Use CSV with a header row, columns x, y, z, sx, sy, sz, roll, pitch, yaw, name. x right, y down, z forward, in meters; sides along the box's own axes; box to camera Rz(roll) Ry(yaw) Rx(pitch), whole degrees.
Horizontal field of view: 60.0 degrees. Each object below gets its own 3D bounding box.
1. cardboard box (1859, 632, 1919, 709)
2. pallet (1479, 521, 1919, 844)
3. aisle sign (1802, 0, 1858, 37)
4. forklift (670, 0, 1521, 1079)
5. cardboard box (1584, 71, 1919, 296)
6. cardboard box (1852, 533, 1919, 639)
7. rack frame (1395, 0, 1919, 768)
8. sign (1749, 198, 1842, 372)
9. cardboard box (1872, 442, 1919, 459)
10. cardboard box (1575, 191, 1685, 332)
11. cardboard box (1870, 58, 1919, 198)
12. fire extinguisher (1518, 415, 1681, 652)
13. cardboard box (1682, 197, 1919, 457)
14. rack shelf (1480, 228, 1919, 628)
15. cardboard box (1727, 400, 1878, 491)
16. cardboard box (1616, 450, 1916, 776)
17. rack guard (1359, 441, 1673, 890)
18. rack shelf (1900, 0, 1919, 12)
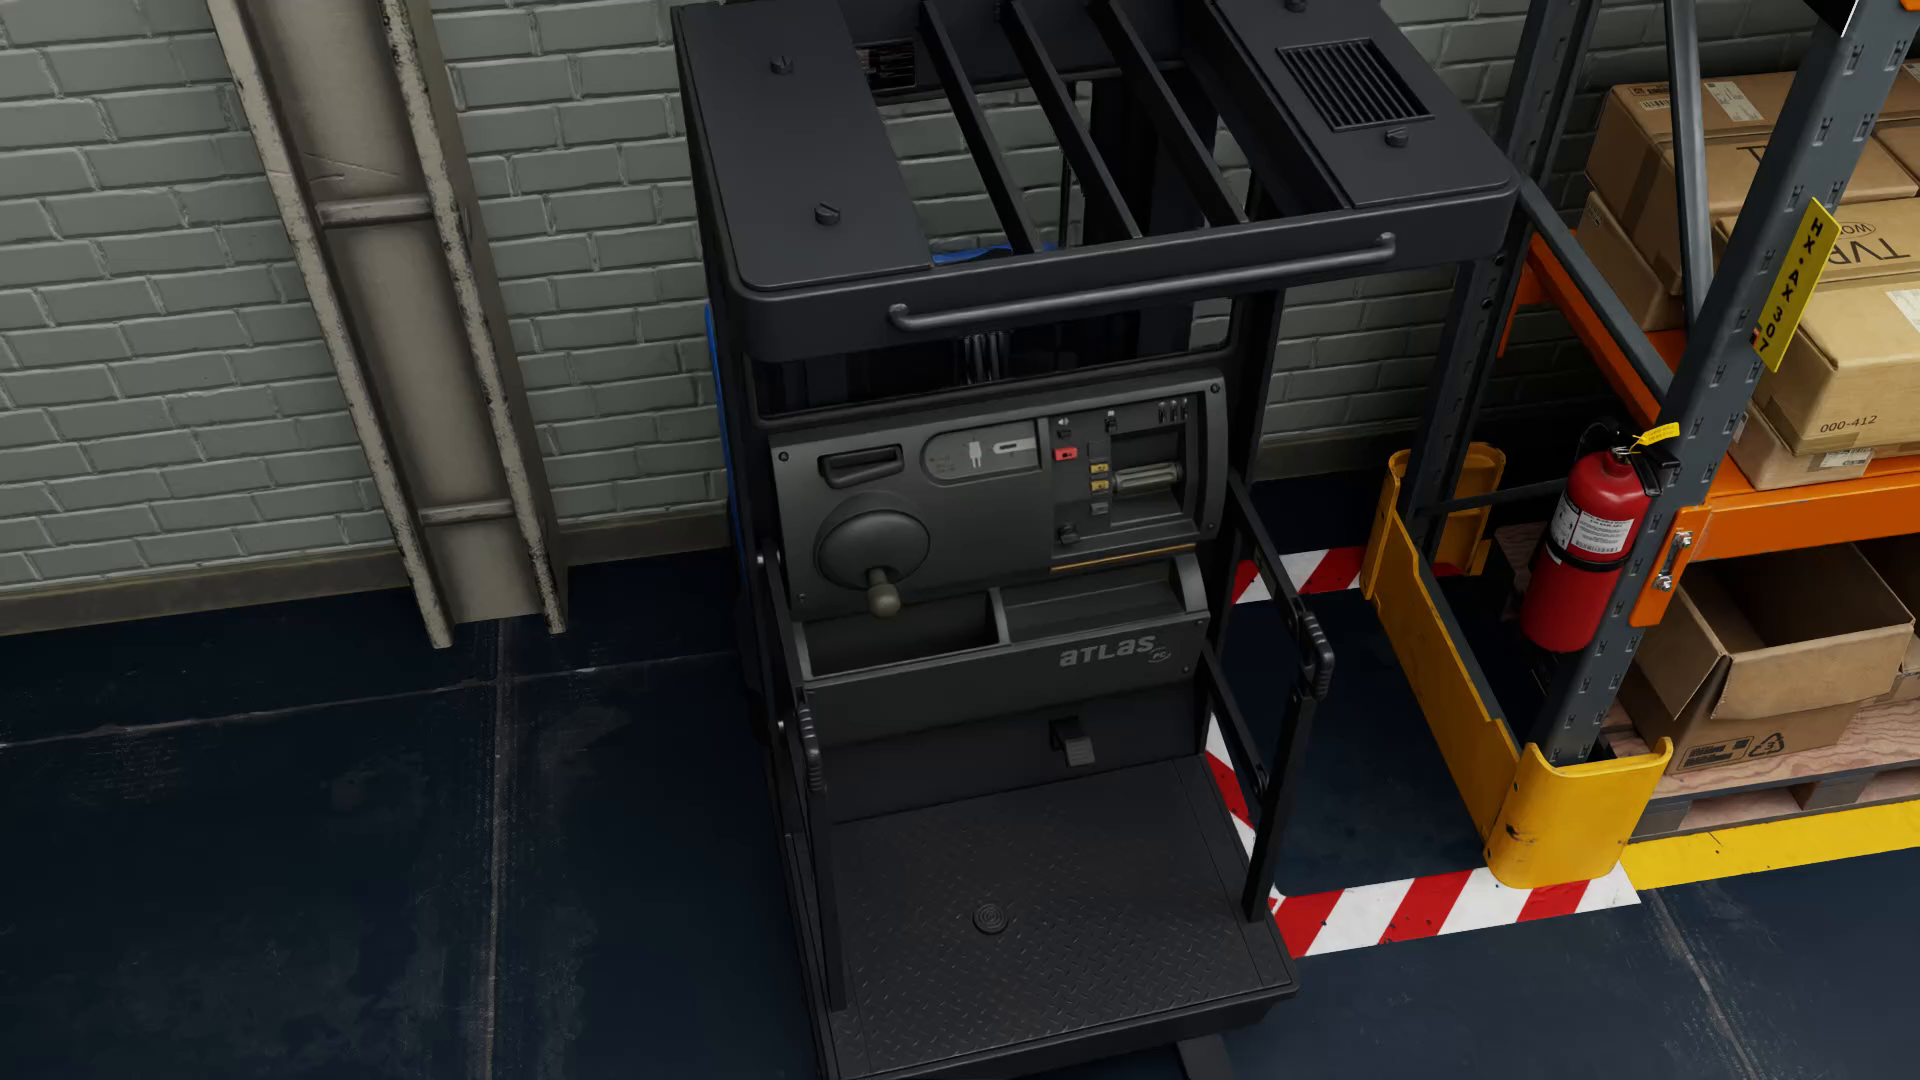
x,y,z,sx,sy,sz,roll,pitch,yaw,name
2.457,0.268,4.597,0.250,0.149,0.380,-9,47,-8,cardboard box
2.273,0.317,4.798,1.213,0.211,1.003,-7,46,-7,pallet
1.395,-1.228,2.545,0.004,0.787,0.394,-7,46,-7,aisle sign
0.143,0.004,3.211,1.130,2.935,3.031,-10,47,-9,forklift
1.820,-0.839,3.873,0.500,0.250,0.500,-6,46,-6,cardboard box
2.880,0.094,4.521,0.500,0.500,0.700,-5,46,-5,cardboard box
1.412,-0.543,3.690,0.127,3.000,1.000,-7,46,-7,rack frame
1.505,-0.458,3.007,0.005,0.325,0.100,-7,46,-7,sign
2.026,-0.365,3.693,0.250,0.149,0.380,-6,46,-6,cardboard box
1.693,-0.687,4.003,0.250,0.149,0.380,-8,47,-7,cardboard box
2.329,-0.901,3.933,0.500,0.250,0.500,-7,46,-7,cardboard box
1.346,-0.040,3.519,0.183,0.674,0.296,-7,46,-7,fire extinguisher
1.905,-0.458,3.506,0.500,0.250,0.500,-7,46,-7,cardboard box
3.383,-0.539,4.186,4.000,0.370,1.077,-7,46,-7,rack shelf
1.783,-0.301,3.632,0.250,0.149,0.380,-7,47,-7,cardboard box
2.031,0.170,4.445,0.637,0.503,0.797,-9,47,-8,cardboard box
1.487,0.315,4.599,0.348,0.500,1.175,-7,46,-7,rack guard
3.383,-1.579,3.105,4.000,0.370,1.077,-7,46,-7,rack shelf
